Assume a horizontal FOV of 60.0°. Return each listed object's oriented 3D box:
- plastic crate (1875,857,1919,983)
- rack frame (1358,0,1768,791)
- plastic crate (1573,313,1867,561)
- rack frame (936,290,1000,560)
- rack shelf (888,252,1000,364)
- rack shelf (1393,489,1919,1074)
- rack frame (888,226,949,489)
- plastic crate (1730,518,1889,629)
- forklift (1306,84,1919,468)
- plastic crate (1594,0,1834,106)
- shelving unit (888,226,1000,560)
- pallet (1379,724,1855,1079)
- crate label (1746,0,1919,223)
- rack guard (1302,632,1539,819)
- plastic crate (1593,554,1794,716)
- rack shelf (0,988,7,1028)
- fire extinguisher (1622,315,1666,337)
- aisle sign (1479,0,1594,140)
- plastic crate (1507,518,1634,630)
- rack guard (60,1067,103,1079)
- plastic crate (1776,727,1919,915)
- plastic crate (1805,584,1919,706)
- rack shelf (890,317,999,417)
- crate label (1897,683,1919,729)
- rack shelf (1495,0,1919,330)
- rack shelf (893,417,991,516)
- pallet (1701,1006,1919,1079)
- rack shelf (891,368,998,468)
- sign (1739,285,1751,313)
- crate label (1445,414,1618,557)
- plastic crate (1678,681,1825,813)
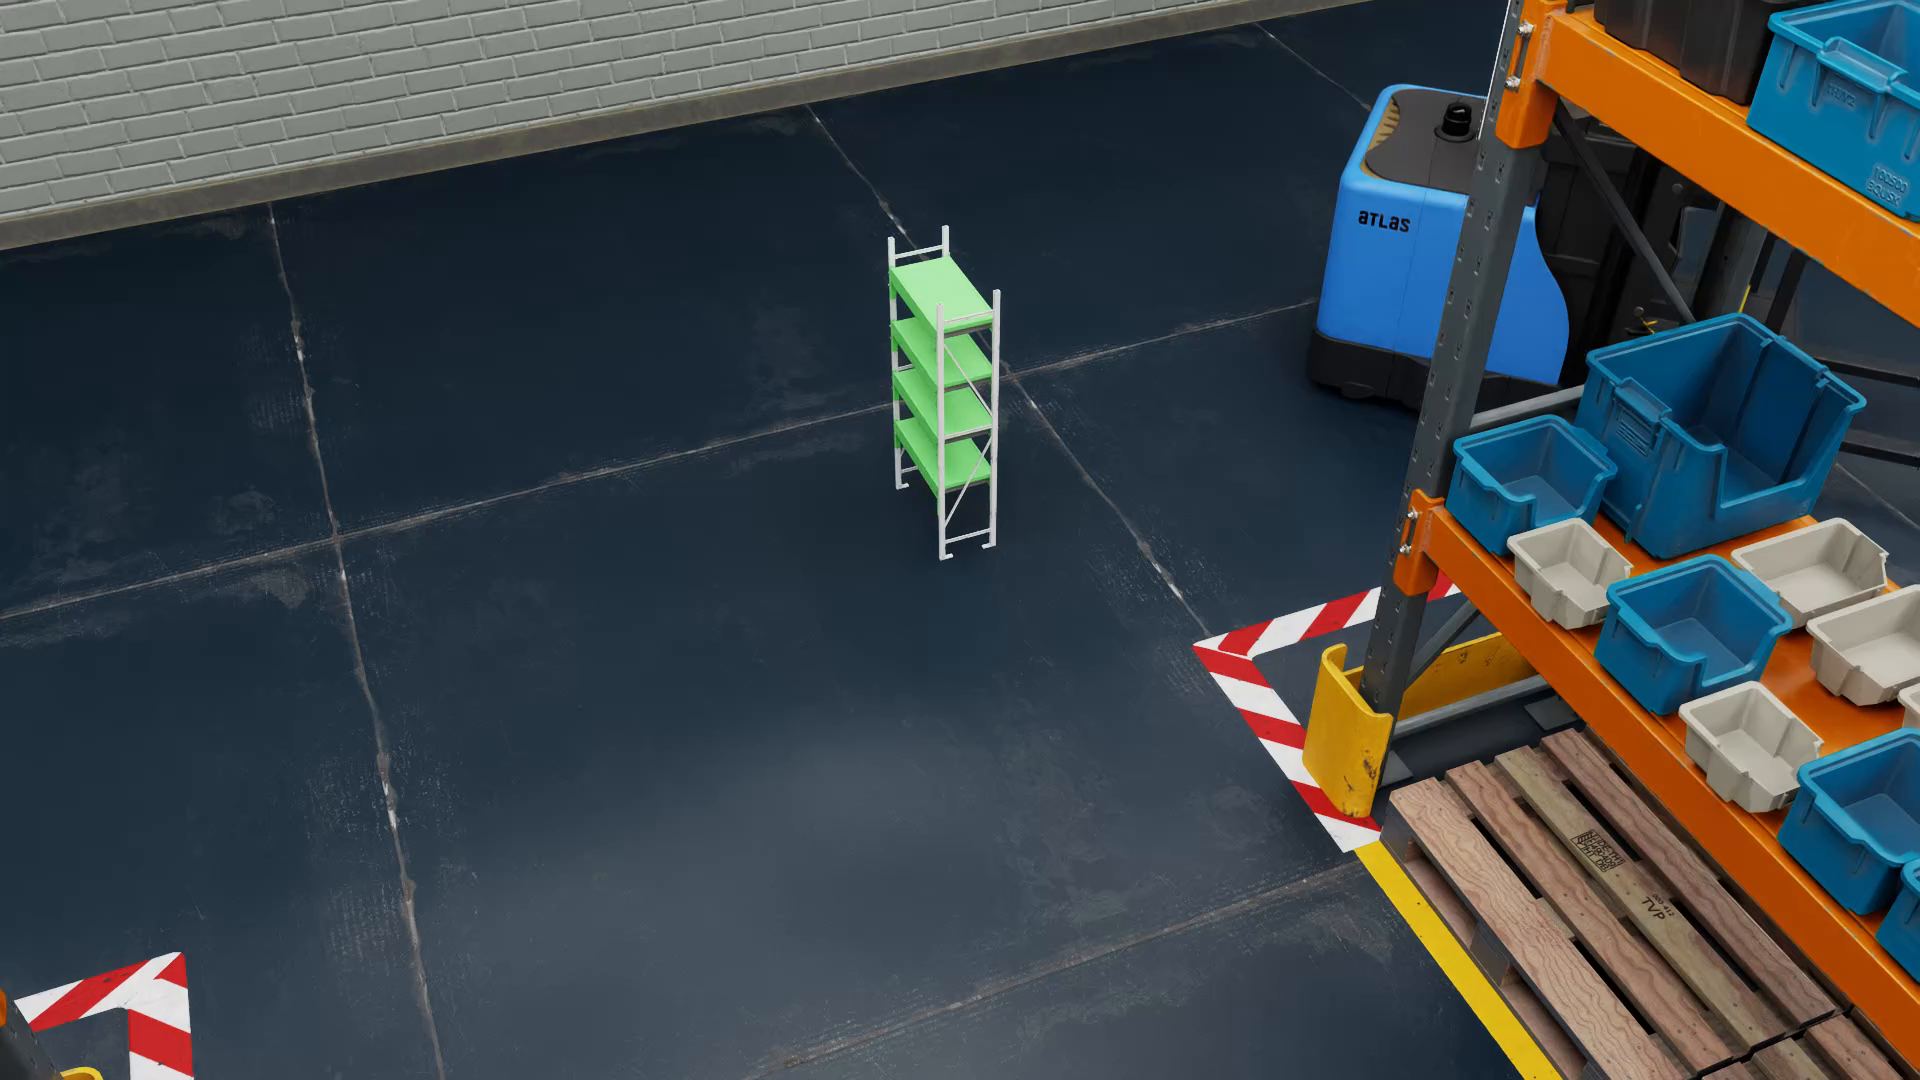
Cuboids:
[{"bbox_3d":[2.218,0.830,3.567,0.416,0.233,0.300,-15,43,-17],"label":"plastic crate"},{"bbox_3d":[1.810,-0.416,4.933,1.000,3.000,0.127,-15,43,-17],"label":"rack frame"},{"bbox_3d":[2.110,-0.297,4.721,0.616,0.435,0.499,-15,43,-17],"label":"plastic crate"},{"bbox_3d":[0.030,-0.408,6.304,0.240,1.200,0.015,-15,43,-17],"label":"rack frame"},{"bbox_3d":[-0.063,-0.870,6.203,0.258,0.148,0.480,-15,43,-17],"label":"rack shelf"},{"bbox_3d":[2.575,1.062,3.766,1.077,0.370,4.000,-15,43,-17],"label":"rack shelf"},{"bbox_3d":[-0.157,-0.702,6.646,0.240,1.200,0.015,-15,43,-17],"label":"rack frame"},{"bbox_3d":[2.289,0.108,4.480,0.396,0.136,0.243,-15,43,-17],"label":"plastic crate"},{"bbox_3d":[3.136,-1.729,6.512,3.031,2.935,1.130,15,43,16],"label":"forklift"},{"bbox_3d":[1.699,-1.202,3.647,0.497,0.269,0.590,-15,43,-17],"label":"plastic crate"},{"bbox_3d":[-0.063,-0.555,6.475,0.258,1.200,0.503,-15,43,-17],"label":"shelving unit"},{"bbox_3d":[2.089,1.148,5.253,1.003,0.211,1.213,-15,43,-17],"label":"pallet"},{"bbox_3d":[1.864,-0.860,3.263,0.408,0.251,0.502,-15,43,-17],"label":"crate label"},{"bbox_3d":[1.788,0.521,5.761,1.175,0.500,0.348,-15,43,-17],"label":"rack guard"},{"bbox_3d":[1.852,0.252,4.238,0.416,0.233,0.300,-15,43,-17],"label":"plastic crate"},{"bbox_3d":[-2.003,2.295,2.332,1.077,0.370,4.000,-15,43,-17],"label":"rack shelf"},{"bbox_3d":[2.172,-0.449,5.317,0.296,0.674,0.183,-15,43,-17],"label":"fire extinguisher"},{"bbox_3d":[1.508,-1.371,4.049,0.394,0.787,0.004,-15,43,-17],"label":"aisle sign"},{"bbox_3d":[1.646,0.106,4.482,0.250,0.136,0.298,-15,43,-17],"label":"plastic crate"},{"bbox_3d":[-2.739,1.811,4.260,1.175,0.500,0.348,-15,43,-17],"label":"rack guard"},{"bbox_3d":[2.104,0.649,3.777,0.416,0.233,0.300,-15,43,-17],"label":"plastic crate"},{"bbox_3d":[2.386,0.286,4.273,0.396,0.136,0.243,-15,43,-17],"label":"plastic crate"},{"bbox_3d":[-0.063,-0.688,6.360,0.258,0.148,0.480,-15,43,-17],"label":"rack shelf"},{"bbox_3d":[2.516,0.447,4.085,0.396,0.136,0.243,-15,43,-17],"label":"crate label"},{"bbox_3d":[2.575,-0.075,2.788,1.077,0.370,4.000,-15,43,-17],"label":"rack shelf"},{"bbox_3d":[-0.063,-0.324,6.673,0.258,0.148,0.480,-15,43,-17],"label":"rack shelf"},{"bbox_3d":[2.552,1.882,4.400,1.003,0.211,1.213,-15,43,-17],"label":"pallet"},{"bbox_3d":[-0.063,-0.506,6.516,0.258,0.148,0.480,-15,43,-17],"label":"rack shelf"},{"bbox_3d":[2.312,-0.625,5.051,0.100,0.325,0.005,-15,43,-17],"label":"sign"},{"bbox_3d":[1.600,-0.144,4.699,0.416,0.233,0.303,-15,43,-17],"label":"crate label"},{"bbox_3d":[1.906,0.515,4.007,0.250,0.136,0.298,-15,43,-17],"label":"plastic crate"}]
